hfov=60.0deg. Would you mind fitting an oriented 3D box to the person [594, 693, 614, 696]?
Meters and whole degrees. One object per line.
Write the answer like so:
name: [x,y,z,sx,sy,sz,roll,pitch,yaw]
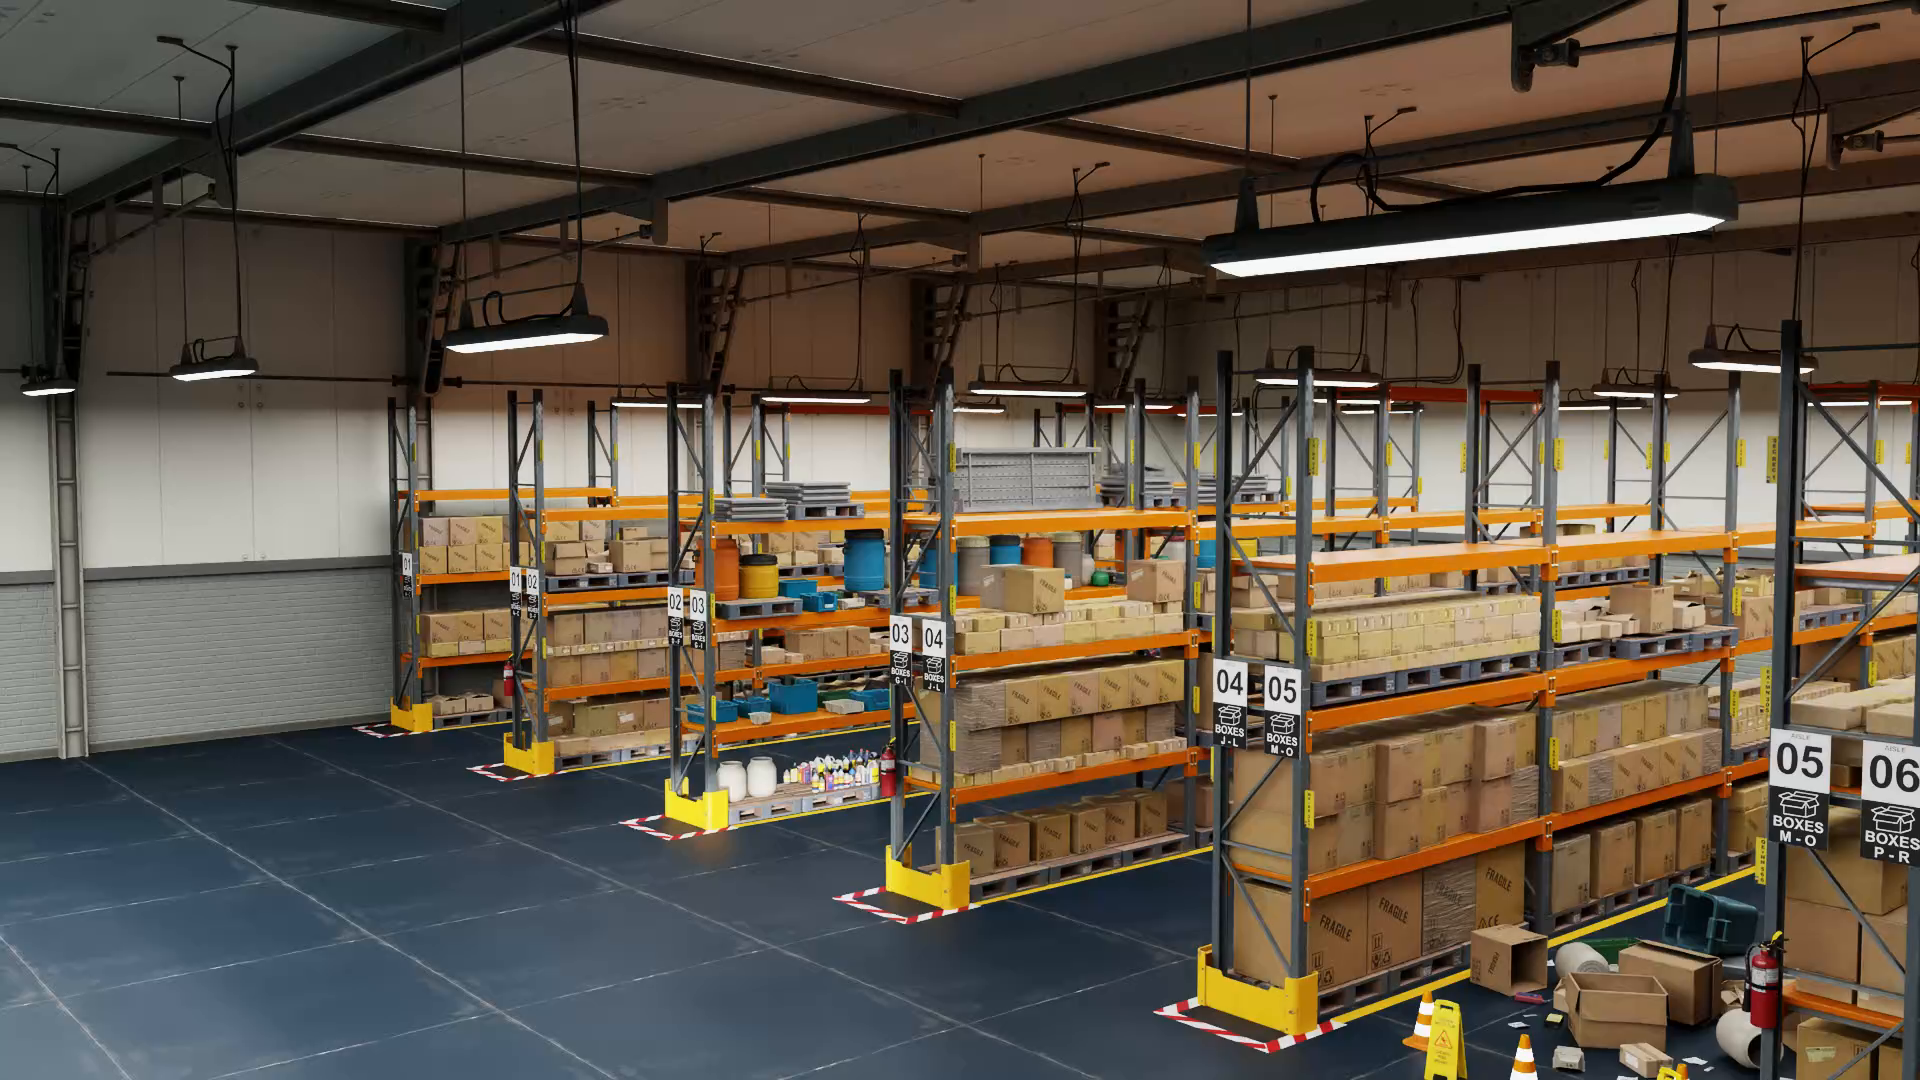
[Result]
person: [-6.087,2.615,28.787,0.709,1.750,0.869,3,4,39]
